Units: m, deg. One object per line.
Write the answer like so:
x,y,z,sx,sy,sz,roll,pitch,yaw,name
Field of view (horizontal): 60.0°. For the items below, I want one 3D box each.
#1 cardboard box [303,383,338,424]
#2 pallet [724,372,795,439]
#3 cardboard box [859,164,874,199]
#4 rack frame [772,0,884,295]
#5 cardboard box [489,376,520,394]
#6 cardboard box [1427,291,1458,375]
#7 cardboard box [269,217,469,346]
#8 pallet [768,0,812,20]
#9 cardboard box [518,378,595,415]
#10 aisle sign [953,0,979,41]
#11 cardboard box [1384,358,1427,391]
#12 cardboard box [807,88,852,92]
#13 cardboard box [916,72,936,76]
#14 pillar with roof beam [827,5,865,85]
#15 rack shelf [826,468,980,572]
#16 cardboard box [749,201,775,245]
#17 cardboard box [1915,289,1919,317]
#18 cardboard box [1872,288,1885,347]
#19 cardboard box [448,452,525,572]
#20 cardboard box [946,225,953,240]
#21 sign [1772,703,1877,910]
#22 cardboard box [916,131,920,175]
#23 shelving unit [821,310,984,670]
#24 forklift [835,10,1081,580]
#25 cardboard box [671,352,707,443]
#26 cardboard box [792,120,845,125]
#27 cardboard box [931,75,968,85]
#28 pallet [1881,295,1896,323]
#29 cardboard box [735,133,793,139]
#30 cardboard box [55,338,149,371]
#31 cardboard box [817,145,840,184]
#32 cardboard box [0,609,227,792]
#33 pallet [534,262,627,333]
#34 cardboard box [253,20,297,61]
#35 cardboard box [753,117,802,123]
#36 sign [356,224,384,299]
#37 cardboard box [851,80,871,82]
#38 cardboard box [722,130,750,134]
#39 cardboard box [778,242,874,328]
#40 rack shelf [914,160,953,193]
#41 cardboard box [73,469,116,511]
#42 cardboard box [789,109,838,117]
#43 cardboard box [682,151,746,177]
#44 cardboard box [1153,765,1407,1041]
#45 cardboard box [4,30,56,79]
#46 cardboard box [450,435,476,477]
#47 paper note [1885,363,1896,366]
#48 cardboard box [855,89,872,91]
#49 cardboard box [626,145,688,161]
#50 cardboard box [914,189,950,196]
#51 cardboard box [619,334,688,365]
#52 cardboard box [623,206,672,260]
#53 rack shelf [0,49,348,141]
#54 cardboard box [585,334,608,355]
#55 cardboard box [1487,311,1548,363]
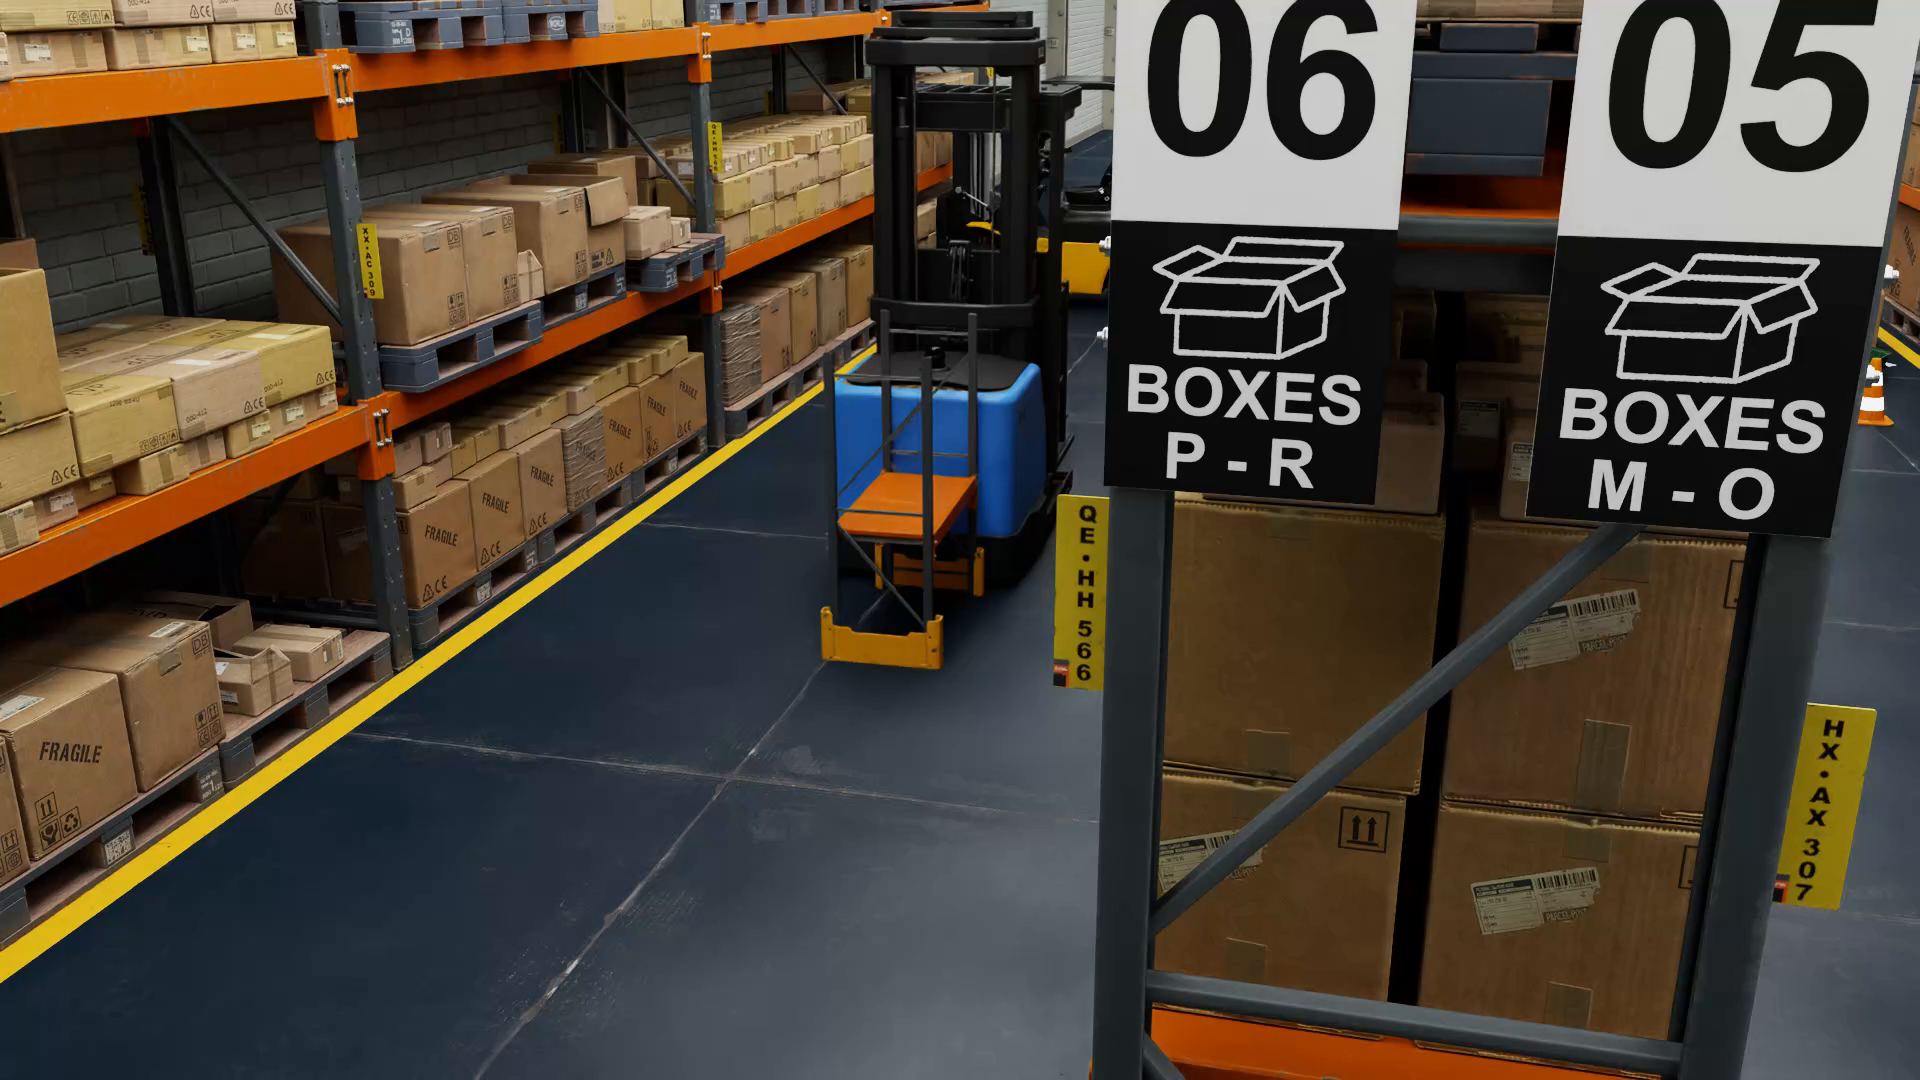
-2.947,-0.612,7.227,0.380,0.149,0.250,5,19,14,cardboard box
-1.898,-1.040,12.405,1.003,0.211,1.213,5,19,13,pallet
-1.029,-3.108,14.380,0.500,0.250,0.500,5,20,15,cardboard box
-1.159,-3.358,14.878,1.000,3.000,0.127,5,19,13,rack frame
-2.830,-0.879,9.833,0.380,0.149,0.250,5,19,14,cardboard box
1.606,-0.492,4.785,0.500,0.500,0.500,5,19,14,cardboard box
-2.779,-1.231,7.845,0.700,0.500,0.500,5,20,15,cardboard box
-1.787,-4.005,12.424,1.003,0.211,1.213,6,20,16,pallet
-2.363,-0.839,9.717,0.380,0.149,0.250,4,19,11,cardboard box
0.119,-5.839,18.121,0.394,0.787,0.004,5,19,13,aisle sign
0.655,-0.243,3.054,0.380,0.149,0.250,5,19,14,cardboard box
-1.221,-4.136,15.539,0.380,0.149,0.250,4,19,13,cardboard box
-0.471,-5.018,18.121,0.380,0.149,0.250,4,19,12,cardboard box
2.948,-6.964,16.153,9.100,9.000,0.400,5,19,13,pillar with roof beam
-0.266,-0.114,8.257,0.538,0.185,1.000,4,19,11,rack shelf
-1.663,-2.310,12.043,0.500,0.250,0.500,4,19,12,cardboard box
8.918,-2.276,14.347,0.875,0.875,0.875,5,19,14,cardboard box
7.864,-1.994,14.748,0.500,0.500,0.500,8,21,23,cardboard box
-2.657,-0.168,8.756,0.500,0.500,0.500,4,19,13,cardboard box
-0.362,-3.092,16.931,0.500,0.250,0.500,5,19,13,cardboard box
1.260,0.393,2.436,0.100,0.325,0.005,5,19,13,sign
-0.686,-3.688,15.691,0.500,0.500,0.500,5,19,14,cardboard box
-0.267,-0.281,8.191,0.587,1.500,1.083,4,19,11,shelving unit
0.099,-1.615,9.881,1.130,2.935,3.031,4,19,11,forklift
-2.031,-0.971,11.106,0.500,0.500,0.500,5,20,15,cardboard box
-1.184,-3.433,13.939,0.380,0.149,0.250,5,19,13,cardboard box
-0.133,-4.814,17.522,0.380,0.149,0.250,5,20,15,cardboard box
9.337,-2.285,16.052,1.003,0.211,1.213,5,19,13,pallet
-1.498,-3.030,12.759,0.380,0.149,0.250,5,19,13,cardboard box
-3.612,-0.629,6.659,0.500,0.250,0.500,4,19,13,cardboard box
-1.281,-3.028,13.370,0.500,0.250,0.500,5,19,14,cardboard box
-3.350,0.613,6.470,0.700,0.500,0.500,4,19,11,cardboard box
-2.607,-1.404,9.453,1.003,0.211,1.213,5,19,13,pallet
-2.915,-2.015,6.695,0.380,0.149,0.250,5,19,13,cardboard box
-1.570,-3.539,14.250,0.380,0.149,0.250,4,19,12,cardboard box
-2.586,-1.220,7.279,0.100,0.325,0.005,5,19,13,sign
-0.877,-4.536,16.708,0.380,0.149,0.250,5,19,14,cardboard box
-1.871,-3.145,13.096,0.380,0.149,0.250,5,19,14,cardboard box
-1.276,-2.269,14.713,0.875,0.625,0.625,6,20,16,cardboard box
-0.671,-3.644,16.830,1.077,0.370,4.000,5,19,13,rack shelf
-3.327,-0.211,6.052,0.380,0.149,0.250,5,19,14,cardboard box
-1.330,-3.833,15.112,0.380,0.149,0.250,5,19,13,cardboard box
-1.709,-2.619,11.556,0.380,0.149,0.250,5,20,15,cardboard box
0.584,0.575,3.210,0.500,0.500,0.500,5,19,14,cardboard box
-3.266,-1.618,5.531,0.380,0.149,0.250,5,19,14,cardboard box
-2.724,-0.439,8.546,0.380,0.149,0.250,4,19,11,cardboard box
7.766,-1.485,13.988,0.147,0.020,0.142,-9,21,-24,paper note
-0.764,-4.099,15.430,0.380,0.149,0.250,4,19,12,cardboard box
-2.175,-2.744,11.921,0.380,0.149,0.250,5,19,13,cardboard box
-0.225,-3.494,17.334,0.500,0.250,0.500,5,19,14,cardboard box
-2.012,-1.252,10.927,0.380,0.149,0.250,4,19,11,cardboard box
-2.080,-1.876,10.121,0.500,0.250,0.500,4,19,11,cardboard box
-3.603,-1.303,5.333,1.077,0.370,4.000,5,19,13,rack shelf
-2.566,-1.288,11.032,0.380,0.149,0.250,6,20,16,cardboard box
1.295,-0.367,3.416,0.380,0.149,0.250,4,19,12,cardboard box
